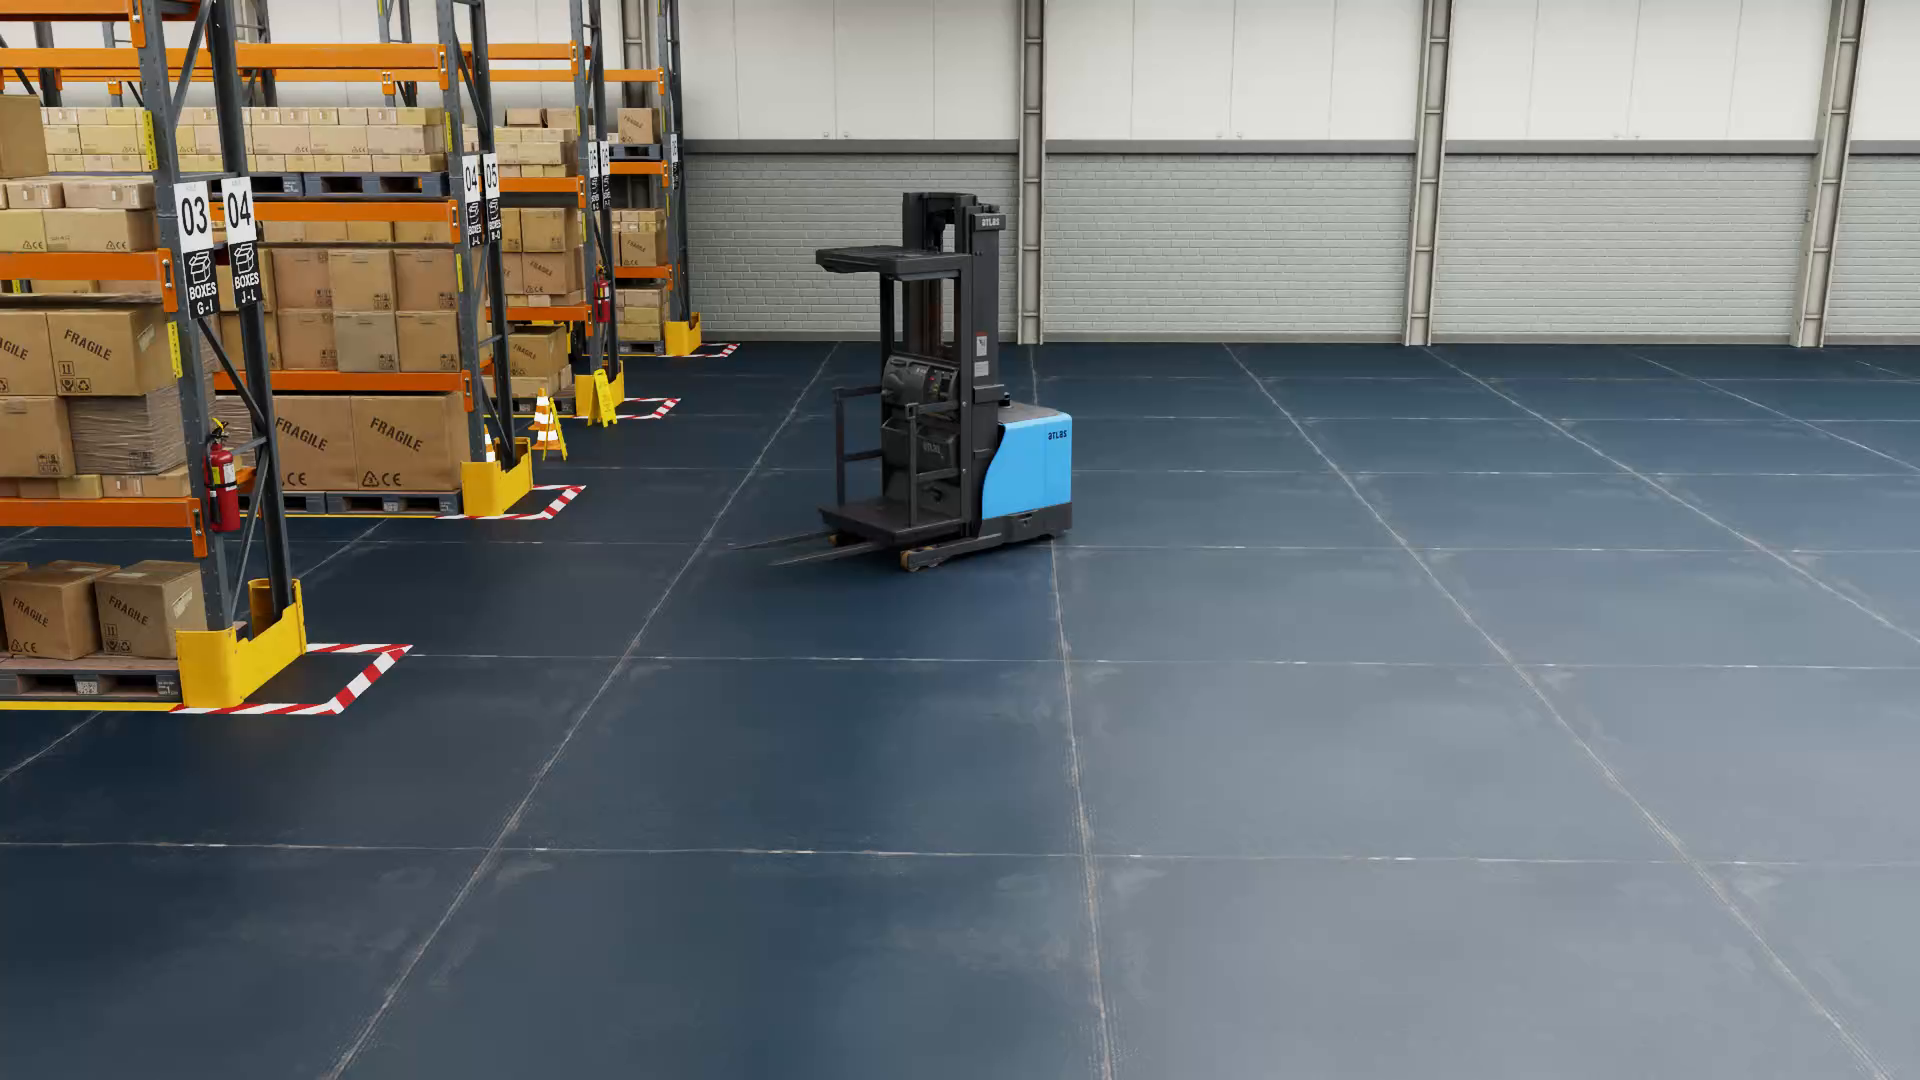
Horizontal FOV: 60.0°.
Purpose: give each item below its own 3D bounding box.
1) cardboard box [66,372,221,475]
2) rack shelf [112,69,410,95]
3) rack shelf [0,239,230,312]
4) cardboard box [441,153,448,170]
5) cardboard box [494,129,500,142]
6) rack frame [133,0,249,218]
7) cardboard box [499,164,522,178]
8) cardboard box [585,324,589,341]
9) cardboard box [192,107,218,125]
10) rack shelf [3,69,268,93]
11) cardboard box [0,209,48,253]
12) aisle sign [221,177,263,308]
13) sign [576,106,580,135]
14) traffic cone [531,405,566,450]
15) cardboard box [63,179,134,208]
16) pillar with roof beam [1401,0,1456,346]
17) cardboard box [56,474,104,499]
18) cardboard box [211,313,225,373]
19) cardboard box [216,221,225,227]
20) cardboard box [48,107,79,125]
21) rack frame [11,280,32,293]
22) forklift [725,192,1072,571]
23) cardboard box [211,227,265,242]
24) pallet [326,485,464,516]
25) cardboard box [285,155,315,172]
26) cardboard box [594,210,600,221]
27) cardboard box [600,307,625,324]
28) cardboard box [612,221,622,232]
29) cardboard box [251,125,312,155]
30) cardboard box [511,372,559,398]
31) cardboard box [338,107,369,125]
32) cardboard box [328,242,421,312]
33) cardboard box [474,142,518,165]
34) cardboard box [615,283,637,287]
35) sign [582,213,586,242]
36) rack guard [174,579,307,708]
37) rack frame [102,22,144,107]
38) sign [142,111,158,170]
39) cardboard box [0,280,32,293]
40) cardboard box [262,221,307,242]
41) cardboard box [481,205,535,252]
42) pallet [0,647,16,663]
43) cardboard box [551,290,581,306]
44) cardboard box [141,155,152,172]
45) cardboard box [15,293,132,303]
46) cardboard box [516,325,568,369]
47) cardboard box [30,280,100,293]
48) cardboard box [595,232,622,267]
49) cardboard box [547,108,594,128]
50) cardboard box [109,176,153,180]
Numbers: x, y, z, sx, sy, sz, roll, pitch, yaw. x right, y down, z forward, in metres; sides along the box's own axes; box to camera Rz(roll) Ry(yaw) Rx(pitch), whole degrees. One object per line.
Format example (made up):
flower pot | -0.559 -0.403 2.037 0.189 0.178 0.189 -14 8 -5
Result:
cardboard box | -5.151 -0.753 10.536 0.500 0.500 0.875 0 15 1
rack shelf | -10.224 -6.742 24.449 4.000 0.370 1.077 0 15 1
rack shelf | -6.601 -1.666 10.305 4.000 0.370 1.077 0 15 1
cardboard box | -4.709 -3.479 15.240 0.250 0.149 0.380 0 15 2
cardboard box | -5.459 -4.742 19.485 0.250 0.149 0.380 0 15 2
rack frame | -4.602 -3.451 9.782 0.127 3.000 1.000 0 15 1
cardboard box | -5.227 -4.341 19.528 0.250 0.149 0.380 1 15 3
cardboard box | -5.700 -3.151 24.970 0.500 0.250 0.500 1 15 2
cardboard box | -6.497 -3.708 14.544 0.250 0.149 0.380 0 15 1
rack shelf | -10.347 -5.476 19.652 4.000 0.370 1.077 0 15 1
cardboard box | -5.590 -1.869 9.959 0.500 0.250 0.500 0 15 2
aisle sign | -4.532 -1.884 10.504 0.004 0.787 0.394 0 15 1
sign | -4.383 -4.815 19.094 0.005 0.325 0.100 0 15 1
traffic cone | -4.500 -1.240 18.132 0.334 0.463 0.336 0 15 1
cardboard box | -5.145 -2.075 9.958 0.250 0.149 0.380 0 15 0
pillar with roof beam | 6.987 -6.303 20.589 0.400 9.000 9.100 0 15 1
cardboard box | -5.393 -0.369 10.350 0.250 0.149 0.380 0 15 1
cardboard box | -6.917 -1.883 15.302 0.550 0.550 0.875 0 15 1
cardboard box | -10.874 -4.692 24.775 0.250 0.149 0.380 1 15 2
cardboard box | -7.762 -3.716 14.576 0.250 0.149 0.380 0 15 1
rack frame | -8.373 -1.841 15.437 0.127 3.000 1.000 0 15 1
forklift | -0.488 -1.316 13.581 3.031 2.935 1.130 -12 19 -38
cardboard box | -8.809 -3.575 20.409 0.500 0.500 0.500 1 15 3
pallet | -5.176 -0.452 15.639 1.213 0.211 1.003 0 15 1
cardboard box | -5.733 -3.317 14.627 0.250 0.149 0.380 0 15 1
cardboard box | -5.346 -4.807 24.630 0.250 0.149 0.380 0 15 2
cardboard box | -5.222 -3.388 24.890 0.500 0.250 0.500 0 15 1
cardboard box | -5.094 -4.648 24.609 0.250 0.149 0.380 1 15 2
cardboard box | -5.873 -3.527 14.639 0.500 0.250 0.500 0 15 1
cardboard box | -5.188 -1.888 20.184 0.500 0.250 0.500 0 15 1
cardboard box | -5.226 -3.700 14.514 0.250 0.149 0.380 1 15 2
cardboard box | -5.296 -2.402 15.153 0.550 0.550 0.875 0 15 1
cardboard box | -5.370 -4.541 19.503 0.500 0.250 0.500 0 15 1
cardboard box | -5.201 -3.754 25.297 0.500 0.250 0.500 0 15 2
sign | -4.383 -3.649 19.402 0.005 0.325 0.100 0 15 1
rack guard | -4.678 0.658 10.868 0.348 0.500 1.175 0 15 1
rack frame | -12.223 -7.297 24.356 0.127 3.000 1.000 0 15 1
sign | -4.636 -2.288 9.515 0.005 0.325 0.100 0 15 1
cardboard box | -8.870 -2.374 15.304 0.500 0.500 0.700 0 15 0
cardboard box | -7.913 -3.721 19.826 0.500 0.500 0.700 0 15 1
cardboard box | -5.371 -3.706 19.769 0.500 0.500 0.700 1 15 2
pallet | -6.706 0.774 10.992 1.213 0.211 1.003 0 15 1
cardboard box | -4.728 -2.904 19.960 0.250 0.149 0.380 1 15 3
cardboard box | -7.001 -3.326 14.660 0.250 0.149 0.380 0 15 1
cardboard box | -5.645 -1.304 10.665 0.500 0.500 0.500 0 15 1
cardboard box | -5.172 -2.390 20.615 0.500 0.500 0.500 0 15 0
cardboard box | -8.005 -2.424 15.238 0.550 0.550 0.875 0 15 1
cardboard box | -5.243 -4.334 24.691 0.500 0.500 0.500 1 15 3
cardboard box | -5.696 -6.067 24.359 0.500 0.500 0.700 0 15 2
cardboard box | -5.128 -2.208 10.463 0.250 0.149 0.380 1 15 3
